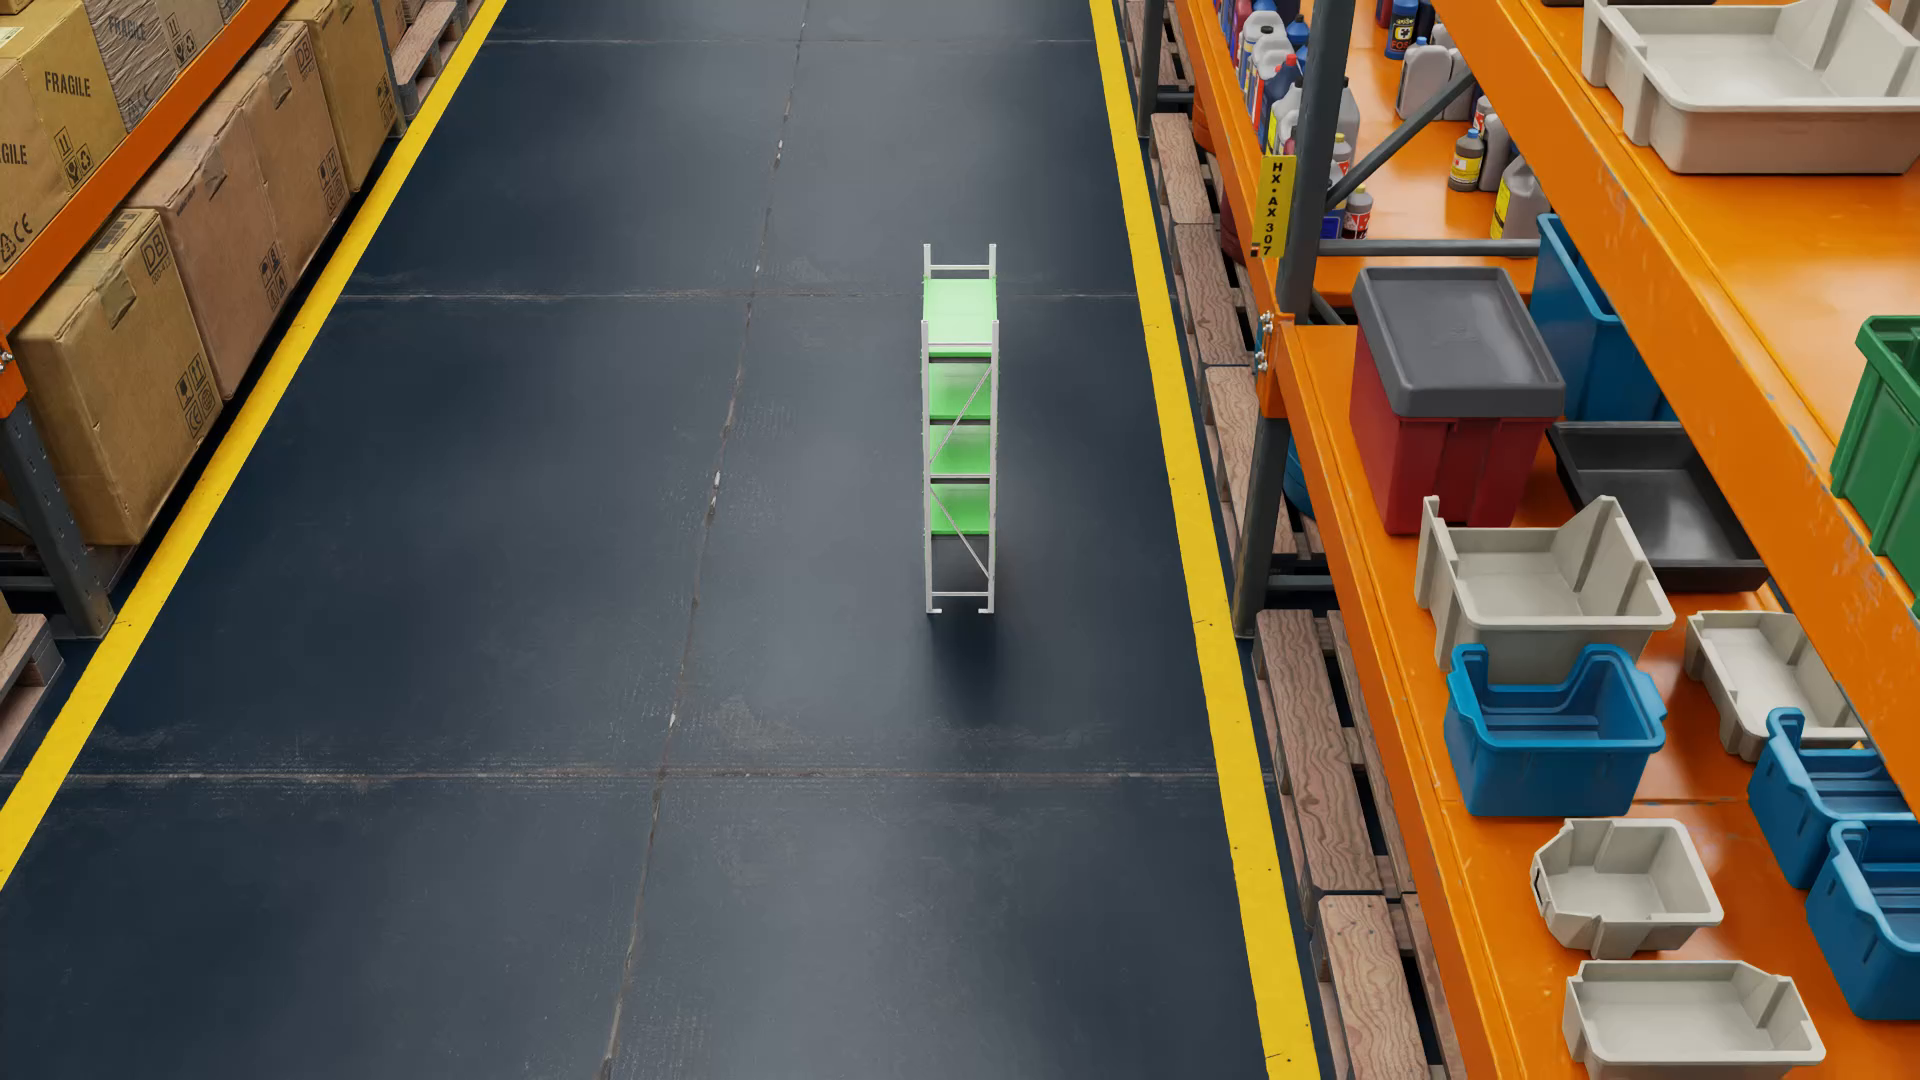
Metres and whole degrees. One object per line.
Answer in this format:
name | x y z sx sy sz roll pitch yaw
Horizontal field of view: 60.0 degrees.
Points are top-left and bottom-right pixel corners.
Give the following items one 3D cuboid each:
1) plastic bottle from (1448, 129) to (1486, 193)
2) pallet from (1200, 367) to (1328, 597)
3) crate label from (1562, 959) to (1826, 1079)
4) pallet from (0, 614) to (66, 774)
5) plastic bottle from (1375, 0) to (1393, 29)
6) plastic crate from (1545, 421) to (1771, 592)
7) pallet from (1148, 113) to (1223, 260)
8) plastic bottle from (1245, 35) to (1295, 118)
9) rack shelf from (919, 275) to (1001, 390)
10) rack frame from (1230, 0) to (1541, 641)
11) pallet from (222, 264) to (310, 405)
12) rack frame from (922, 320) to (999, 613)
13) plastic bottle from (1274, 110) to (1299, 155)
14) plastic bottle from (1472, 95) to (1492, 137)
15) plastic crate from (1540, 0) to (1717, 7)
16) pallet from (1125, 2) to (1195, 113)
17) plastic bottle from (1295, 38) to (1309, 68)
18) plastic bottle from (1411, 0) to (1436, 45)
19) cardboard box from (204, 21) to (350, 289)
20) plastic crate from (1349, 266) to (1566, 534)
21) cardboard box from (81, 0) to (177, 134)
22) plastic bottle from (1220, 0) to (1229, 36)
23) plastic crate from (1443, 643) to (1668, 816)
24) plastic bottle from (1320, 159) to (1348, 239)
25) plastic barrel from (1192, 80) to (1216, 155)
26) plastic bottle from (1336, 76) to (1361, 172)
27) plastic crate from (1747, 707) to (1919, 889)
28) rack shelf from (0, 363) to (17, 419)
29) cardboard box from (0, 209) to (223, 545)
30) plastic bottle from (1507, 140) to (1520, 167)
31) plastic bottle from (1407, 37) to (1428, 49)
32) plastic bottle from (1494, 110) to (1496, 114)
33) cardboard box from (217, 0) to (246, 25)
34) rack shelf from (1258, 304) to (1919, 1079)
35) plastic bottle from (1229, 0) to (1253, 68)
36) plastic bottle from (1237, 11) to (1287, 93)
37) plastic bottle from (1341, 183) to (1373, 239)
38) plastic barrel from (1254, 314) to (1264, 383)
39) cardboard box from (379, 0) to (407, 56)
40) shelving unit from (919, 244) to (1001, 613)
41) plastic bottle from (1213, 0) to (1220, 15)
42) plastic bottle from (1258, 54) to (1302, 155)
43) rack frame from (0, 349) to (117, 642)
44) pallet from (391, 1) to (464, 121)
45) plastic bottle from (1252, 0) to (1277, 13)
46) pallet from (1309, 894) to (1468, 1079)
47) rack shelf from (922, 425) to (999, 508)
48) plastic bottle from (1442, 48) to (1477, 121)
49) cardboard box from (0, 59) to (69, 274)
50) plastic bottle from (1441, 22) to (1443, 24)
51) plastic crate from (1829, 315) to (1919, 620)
plastic bottle | 1.716 -1.288 5.617 0.097 0.201 0.097 0 39 0
pallet | 1.501 -0.253 6.397 1.003 0.211 1.213 0 39 0
crate label | 1.272 0.857 2.944 0.396 0.136 0.243 0 39 0
pallet | -3.570 0.709 5.197 1.003 0.211 1.213 0 39 0
plastic bottle | 1.740 -2.231 6.729 0.061 0.283 0.133 0 39 0
plastic crate | 1.730 -0.075 4.117 0.437 0.125 0.590 0 39 0
pallet | 1.498 -1.779 8.301 1.003 0.211 1.213 0 39 0
plastic bottle | 1.135 -1.684 6.052 0.152 0.276 0.135 0 39 0
rack shelf | 0.000 -0.689 5.485 0.258 0.148 0.480 0 39 0
rack frame | 1.460 -0.858 4.922 1.000 3.000 0.127 0 39 0
pallet | -3.573 -1.014 7.346 1.003 0.211 1.213 0 39 0
rack frame | 0.000 -0.212 5.555 0.240 1.200 0.015 0 39 0
plastic bottle | 1.136 -1.285 5.554 0.152 0.276 0.135 0 39 0
plastic bottle | 1.867 -1.494 5.874 0.097 0.201 0.097 0 39 0
plastic crate | 1.188 -1.201 3.056 0.497 0.269 0.590 0 39 0
pallet | 1.494 -2.756 9.520 1.003 0.211 1.213 0 39 0
plastic bottle | 1.260 -1.694 6.068 0.097 0.271 0.097 0 39 0
plastic bottle | 1.843 -2.075 6.479 0.144 0.351 0.185 0 39 0
cardboard box | -3.524 -1.702 7.338 1.225 0.875 0.875 0 39 0
plastic crate | 1.211 -0.348 4.187 0.402 0.464 0.583 0 39 0
cardboard box | -3.245 -1.809 6.029 0.500 0.500 0.500 -1 39 -1
plastic bottle | 1.135 -2.173 6.662 0.152 0.276 0.135 0 39 0
plastic crate | 1.206 0.401 3.437 0.416 0.233 0.300 0 39 0
plastic bottle | 1.137 -1.056 5.268 0.152 0.276 0.135 0 39 0
plastic barrel | 1.473 -2.371 8.209 0.600 0.830 0.708 0 39 0
plastic bottle | 1.276 -1.414 5.655 0.144 0.351 0.185 0 39 0
plastic crate | 1.792 0.519 3.289 0.416 0.233 0.300 0 39 0
rack shelf | -3.490 0.677 3.582 1.077 0.370 4.000 0 39 0
cardboard box | -3.513 -0.590 5.950 1.225 0.875 0.875 0 39 0
plastic bottle | 1.868 -1.254 5.519 0.097 0.271 0.097 0 39 0
plastic bottle | 1.715 -1.783 6.235 0.097 0.201 0.097 0 39 0
plastic bottle | 1.868 -1.399 5.700 0.097 0.271 0.097 0 39 0
cardboard box | -3.250 -2.450 6.829 0.500 0.500 0.500 -1 39 -2
rack shelf | 1.463 0.673 3.587 1.077 0.370 4.000 0 39 0
plastic bottle | 1.089 -1.977 6.411 0.061 0.283 0.133 0 39 0
plastic bottle | 1.135 -1.829 6.233 0.152 0.276 0.135 0 39 0
plastic bottle | 1.261 -1.039 5.306 0.097 0.201 0.097 0 39 0
plastic barrel | 1.476 -0.986 6.424 0.600 0.901 0.708 0 39 0
cardboard box | -3.518 -2.971 9.206 0.700 0.500 0.500 -2 39 -2
shelving unit | 0.000 -0.365 5.746 0.258 1.200 0.503 0 39 0
plastic bottle | 1.089 -2.321 6.841 0.061 0.283 0.133 0 39 0
plastic bottle | 1.132 -1.529 5.799 0.144 0.351 0.185 0 39 0
rack frame | -3.493 -0.855 4.918 1.000 3.000 0.127 0 39 0
pallet | -3.497 -2.757 9.521 1.003 0.211 1.213 0 39 0
plastic bottle | 1.168 -1.983 6.429 0.097 0.271 0.097 0 39 0
pallet | 1.504 1.454 4.266 1.003 0.211 1.213 0 39 0
rack shelf | 0.000 -0.315 5.786 0.258 0.148 0.480 0 39 0
plastic bottle | 1.840 -1.679 6.045 0.152 0.276 0.135 0 39 0
cardboard box | -3.243 -1.182 5.246 0.500 0.500 0.500 0 39 0
plastic bottle | 1.867 -1.894 6.318 0.097 0.271 0.097 0 39 0
plastic crate | 1.178 -0.061 1.699 0.450 0.188 0.336 0 39 0
